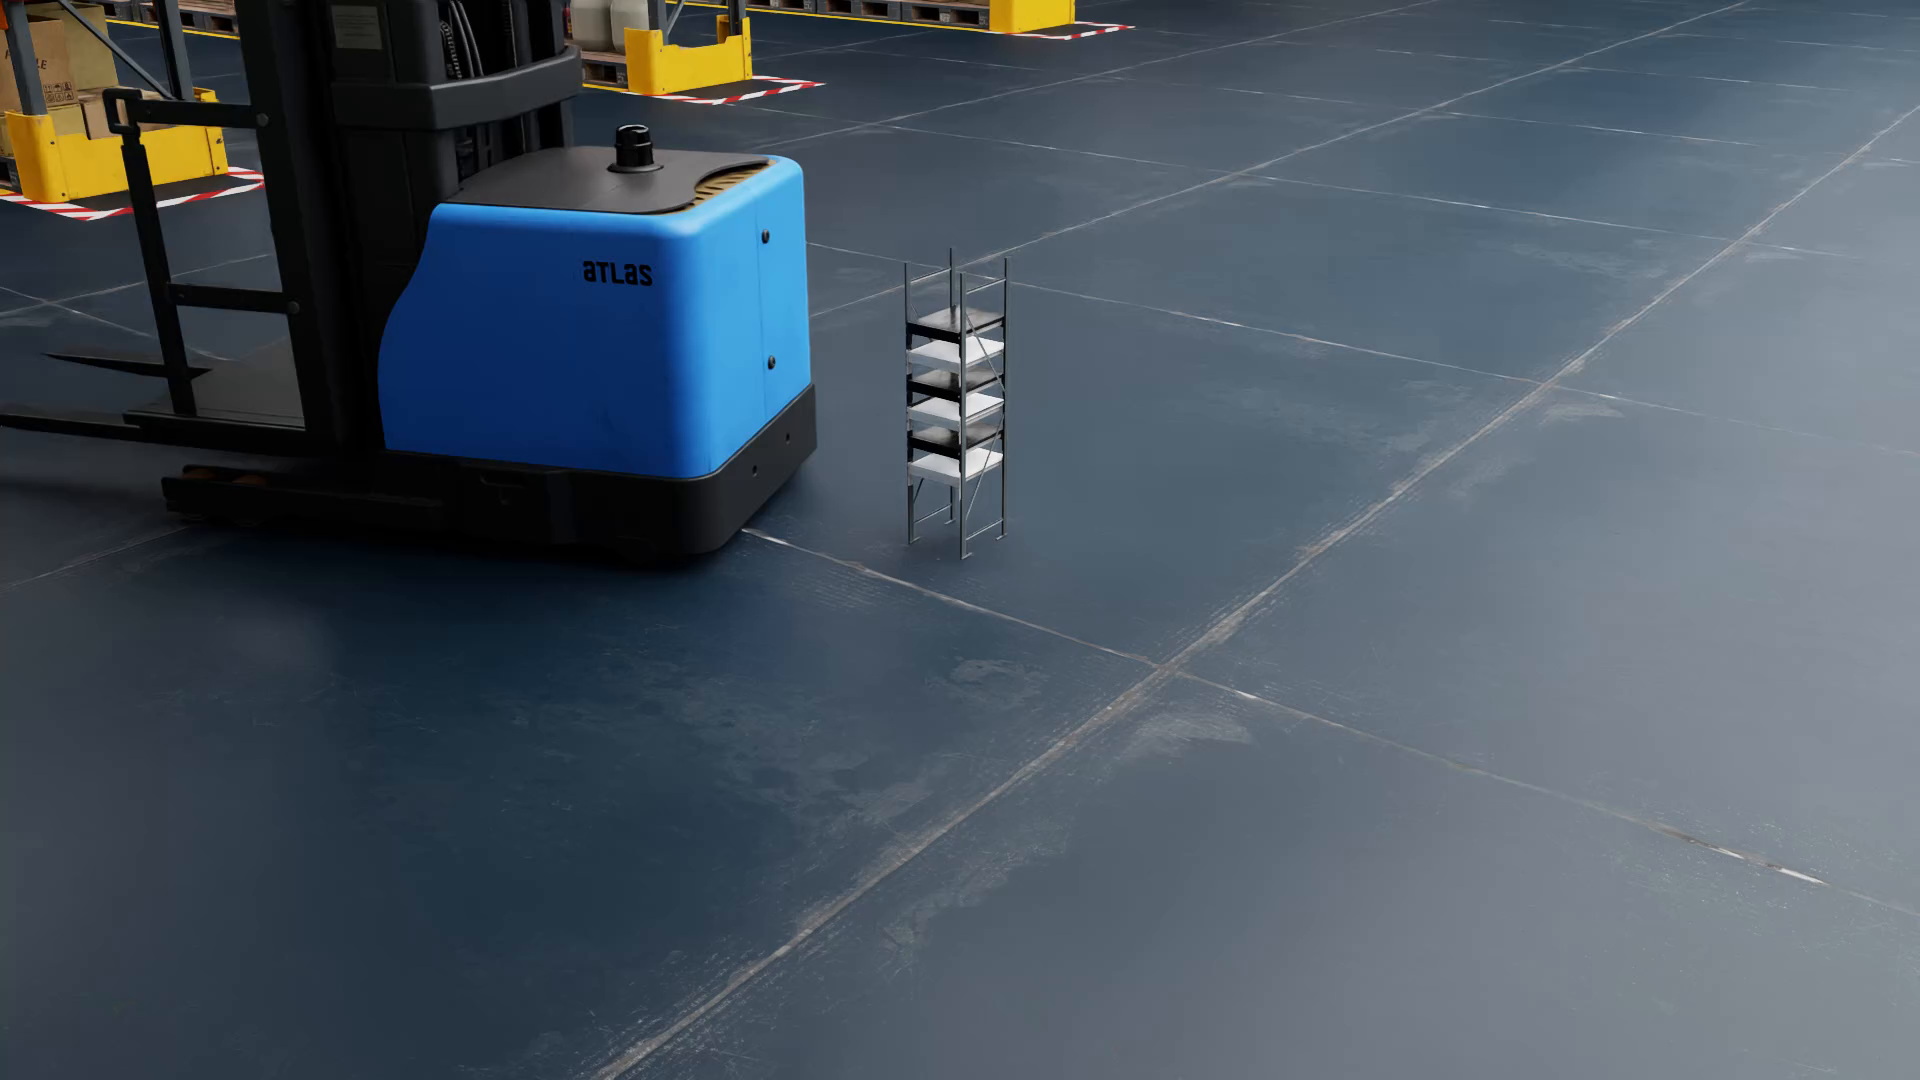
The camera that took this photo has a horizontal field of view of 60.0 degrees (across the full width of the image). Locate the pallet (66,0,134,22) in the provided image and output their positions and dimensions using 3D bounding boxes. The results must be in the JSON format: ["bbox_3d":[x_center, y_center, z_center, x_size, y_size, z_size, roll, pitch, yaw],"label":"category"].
[{"bbox_3d":[-9.202,-5.997,18.600,1.213,0.211,1.003,17,29,33],"label":"pallet"}]

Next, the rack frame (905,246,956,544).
[{"bbox_3d":[-0.088,-0.438,5.129,0.006,0.900,0.240,17,29,33],"label":"rack frame"}]

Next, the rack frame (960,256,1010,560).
[{"bbox_3d":[0.075,-0.389,5.017,0.006,0.900,0.240,17,29,33],"label":"rack frame"}]

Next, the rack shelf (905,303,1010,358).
[{"bbox_3d":[-0.006,-0.630,4.978,0.200,0.077,0.258,17,29,33],"label":"rack shelf"}]

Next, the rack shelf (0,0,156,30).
[{"bbox_3d":[-6.718,-3.719,10.862,4.000,0.370,1.077,17,29,33],"label":"rack shelf"}]

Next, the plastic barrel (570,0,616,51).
[{"bbox_3d":[-3.118,-4.471,14.242,0.421,0.512,0.421,0,24,0],"label":"plastic barrel"}]

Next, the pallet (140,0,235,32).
[{"bbox_3d":[-7.949,-5.620,17.744,1.213,0.211,1.003,17,29,33],"label":"pallet"}]

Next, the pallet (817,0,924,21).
[{"bbox_3d":[-0.835,-6.005,18.617,1.213,0.211,1.003,17,29,33],"label":"pallet"}]

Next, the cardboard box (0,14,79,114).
[{"bbox_3d":[-5.725,-2.875,10.014,0.500,0.500,0.500,17,29,33],"label":"cardboard box"}]

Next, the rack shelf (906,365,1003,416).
[{"bbox_3d":[-0.006,-0.466,5.050,0.200,0.077,0.258,17,29,33],"label":"rack shelf"}]

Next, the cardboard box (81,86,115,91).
[{"bbox_3d":[-5.816,-2.819,10.818,0.500,0.250,0.500,17,29,33],"label":"cardboard box"}]

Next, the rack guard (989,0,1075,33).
[{"bbox_3d":[0.766,-5.634,17.417,0.348,0.500,1.175,17,29,33],"label":"rack guard"}]

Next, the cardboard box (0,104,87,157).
[{"bbox_3d":[-5.724,-2.533,10.167,0.500,0.250,0.500,17,29,33],"label":"cardboard box"}]

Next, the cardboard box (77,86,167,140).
[{"bbox_3d":[-5.414,-2.700,10.546,0.500,0.250,0.500,17,29,33],"label":"cardboard box"}]

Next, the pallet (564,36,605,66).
[{"bbox_3d":[-3.852,-4.382,14.934,1.213,0.211,1.003,17,29,33],"label":"pallet"}]

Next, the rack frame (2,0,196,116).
[{"bbox_3d":[-5.118,-3.564,9.620,0.127,3.000,1.000,17,29,33],"label":"rack frame"}]

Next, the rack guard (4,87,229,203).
[{"bbox_3d":[-5.099,-2.415,10.110,0.348,0.500,1.175,17,29,33],"label":"rack guard"}]

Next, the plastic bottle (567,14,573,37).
[{"bbox_3d":[-3.491,-4.646,15.000,0.097,0.201,0.097,0,24,0],"label":"plastic bottle"}]

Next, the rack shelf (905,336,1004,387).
[{"bbox_3d":[-0.006,-0.548,5.014,0.200,0.077,0.258,17,29,33],"label":"rack shelf"}]

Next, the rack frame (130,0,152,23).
[{"bbox_3d":[-8.546,-7.096,17.635,0.127,3.000,1.000,17,29,33],"label":"rack frame"}]

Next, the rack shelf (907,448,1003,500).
[{"bbox_3d":[-0.006,-0.219,5.159,0.200,0.077,0.258,17,29,33],"label":"rack shelf"}]

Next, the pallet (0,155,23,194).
[{"bbox_3d":[-5.755,-2.460,10.571,1.213,0.211,1.003,17,29,33],"label":"pallet"}]

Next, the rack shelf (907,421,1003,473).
[{"bbox_3d":[-0.006,-0.301,5.123,0.200,0.077,0.258,17,29,33],"label":"rack shelf"}]

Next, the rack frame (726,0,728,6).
[{"bbox_3d":[-2.374,-7.727,19.067,0.127,3.000,1.000,17,29,33],"label":"rack frame"}]

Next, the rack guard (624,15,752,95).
[{"bbox_3d":[-2.233,-4.021,13.756,0.348,0.500,1.175,17,29,33],"label":"rack guard"}]

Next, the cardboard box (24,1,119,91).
[{"bbox_3d":[-5.815,-3.163,10.668,0.500,0.500,0.500,17,29,33],"label":"cardboard box"}]

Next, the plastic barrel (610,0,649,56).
[{"bbox_3d":[-2.717,-4.350,13.967,0.421,0.512,0.421,0,24,0],"label":"plastic barrel"}]

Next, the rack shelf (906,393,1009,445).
[{"bbox_3d":[-0.006,-0.383,5.086,0.200,0.077,0.258,17,29,33],"label":"rack shelf"}]

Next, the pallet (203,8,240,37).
[{"bbox_3d":[-6.977,-5.325,17.074,1.213,0.211,1.003,17,29,33],"label":"pallet"}]

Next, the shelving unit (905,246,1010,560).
[{"bbox_3d":[-0.006,-0.414,5.073,0.210,0.900,0.258,17,29,33],"label":"shelving unit"}]

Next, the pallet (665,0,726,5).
[{"bbox_3d":[-2.998,-6.639,20.055,1.213,0.211,1.003,17,29,33],"label":"pallet"}]

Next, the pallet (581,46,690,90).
[{"bbox_3d":[-2.880,-4.087,14.264,1.213,0.211,1.003,17,29,33],"label":"pallet"}]

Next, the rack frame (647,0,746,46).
[{"bbox_3d":[-2.144,-5.162,13.245,0.127,3.000,1.000,17,29,33],"label":"rack frame"}]

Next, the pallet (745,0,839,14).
[{"bbox_3d":[-1.816,-6.300,19.286,1.213,0.211,1.003,17,29,33],"label":"pallet"}]

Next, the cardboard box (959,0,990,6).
[{"bbox_3d":[0.337,-5.964,17.646,0.500,0.500,0.500,-20,31,-38],"label":"cardboard box"}]

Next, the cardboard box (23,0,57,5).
[{"bbox_3d":[-6.223,-3.280,10.933,0.500,0.500,0.500,17,29,33],"label":"cardboard box"}]

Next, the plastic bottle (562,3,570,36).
[{"bbox_3d":[-3.578,-4.720,15.064,0.133,0.283,0.061,17,29,34],"label":"plastic bottle"}]

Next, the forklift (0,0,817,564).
[{"bbox_3d":[-2.073,-1.580,5.202,3.031,2.935,1.130,6,24,13],"label":"forklift"}]

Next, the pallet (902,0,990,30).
[{"bbox_3d":[0.137,-5.710,17.947,1.213,0.211,1.003,17,29,33],"label":"pallet"}]

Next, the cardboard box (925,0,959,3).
[{"bbox_3d":[-0.162,-6.098,17.949,0.500,0.500,0.500,-17,29,-34],"label":"cardboard box"}]
